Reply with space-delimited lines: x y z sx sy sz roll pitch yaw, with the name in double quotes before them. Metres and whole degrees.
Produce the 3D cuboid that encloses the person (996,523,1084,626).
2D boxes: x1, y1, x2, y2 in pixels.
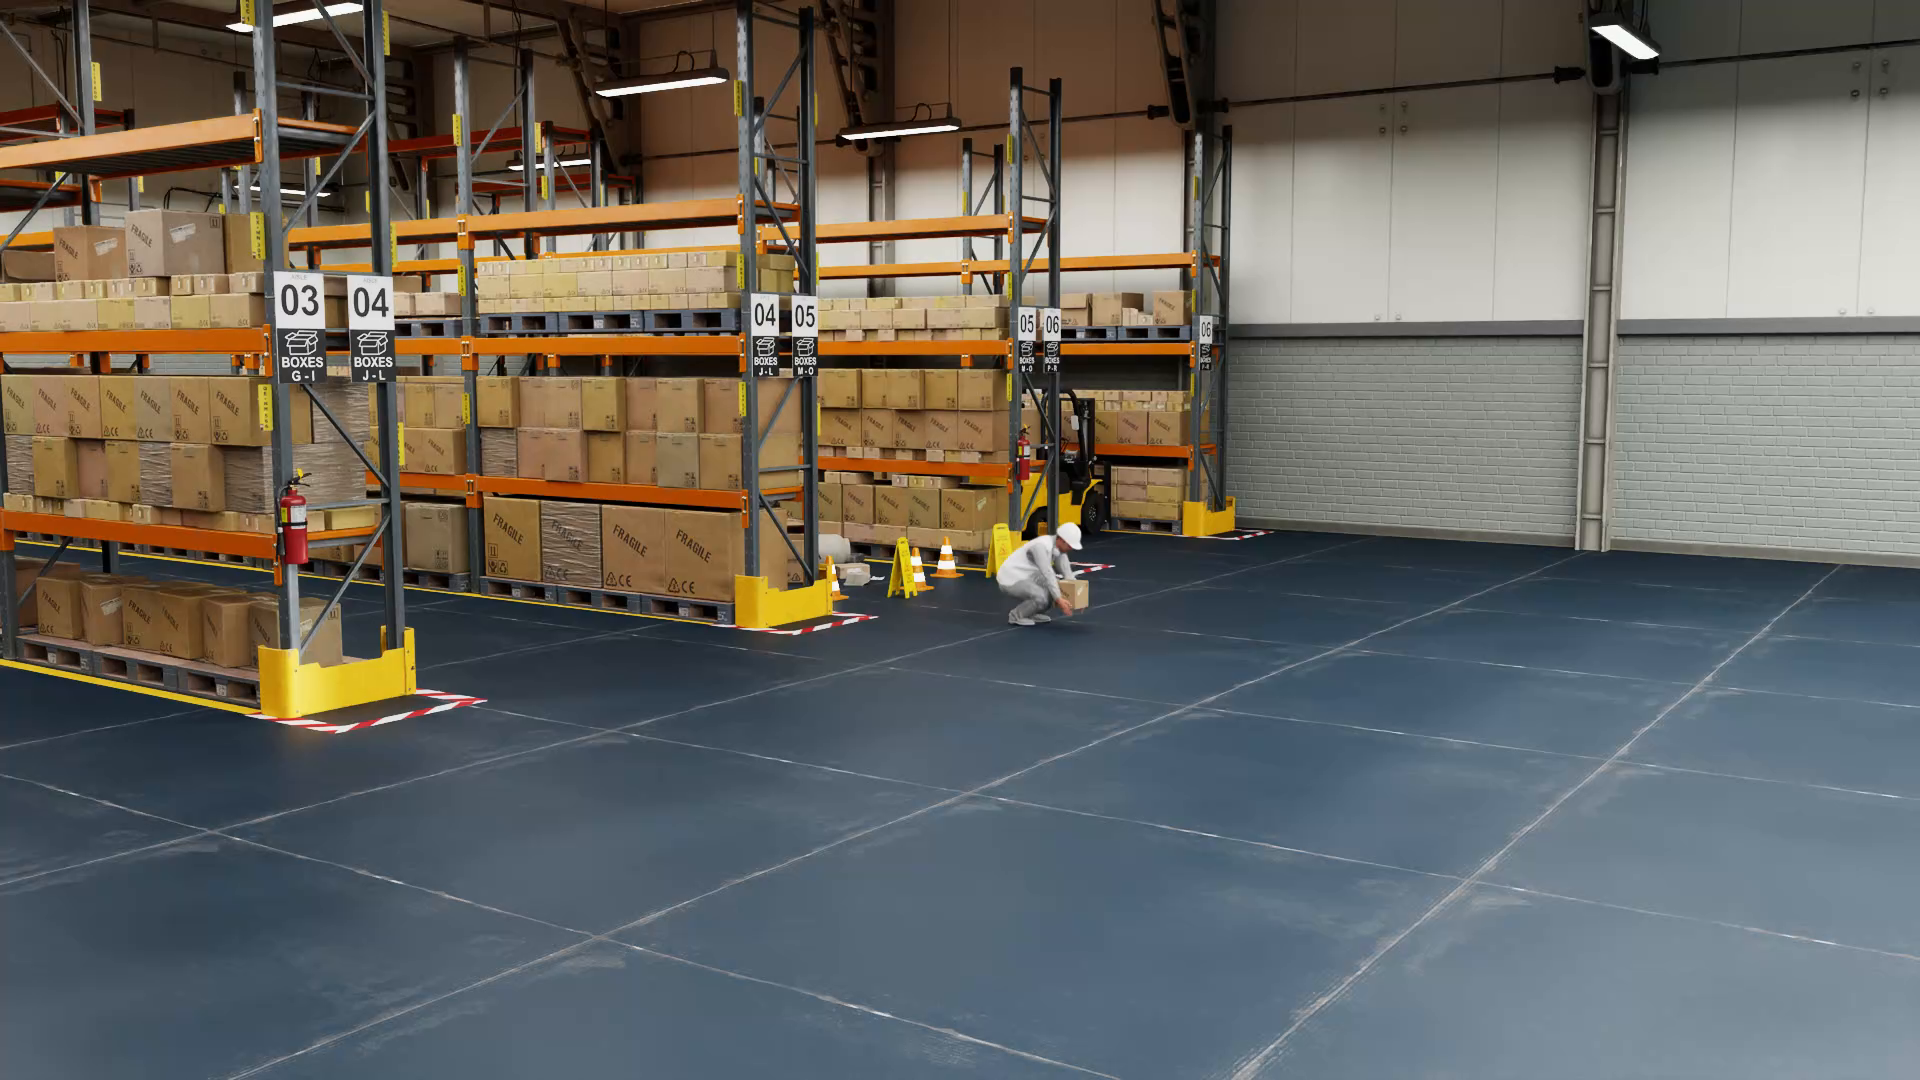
"person" 0.797 0.327 16.210 0.871 1.015 0.523 4 7 33
